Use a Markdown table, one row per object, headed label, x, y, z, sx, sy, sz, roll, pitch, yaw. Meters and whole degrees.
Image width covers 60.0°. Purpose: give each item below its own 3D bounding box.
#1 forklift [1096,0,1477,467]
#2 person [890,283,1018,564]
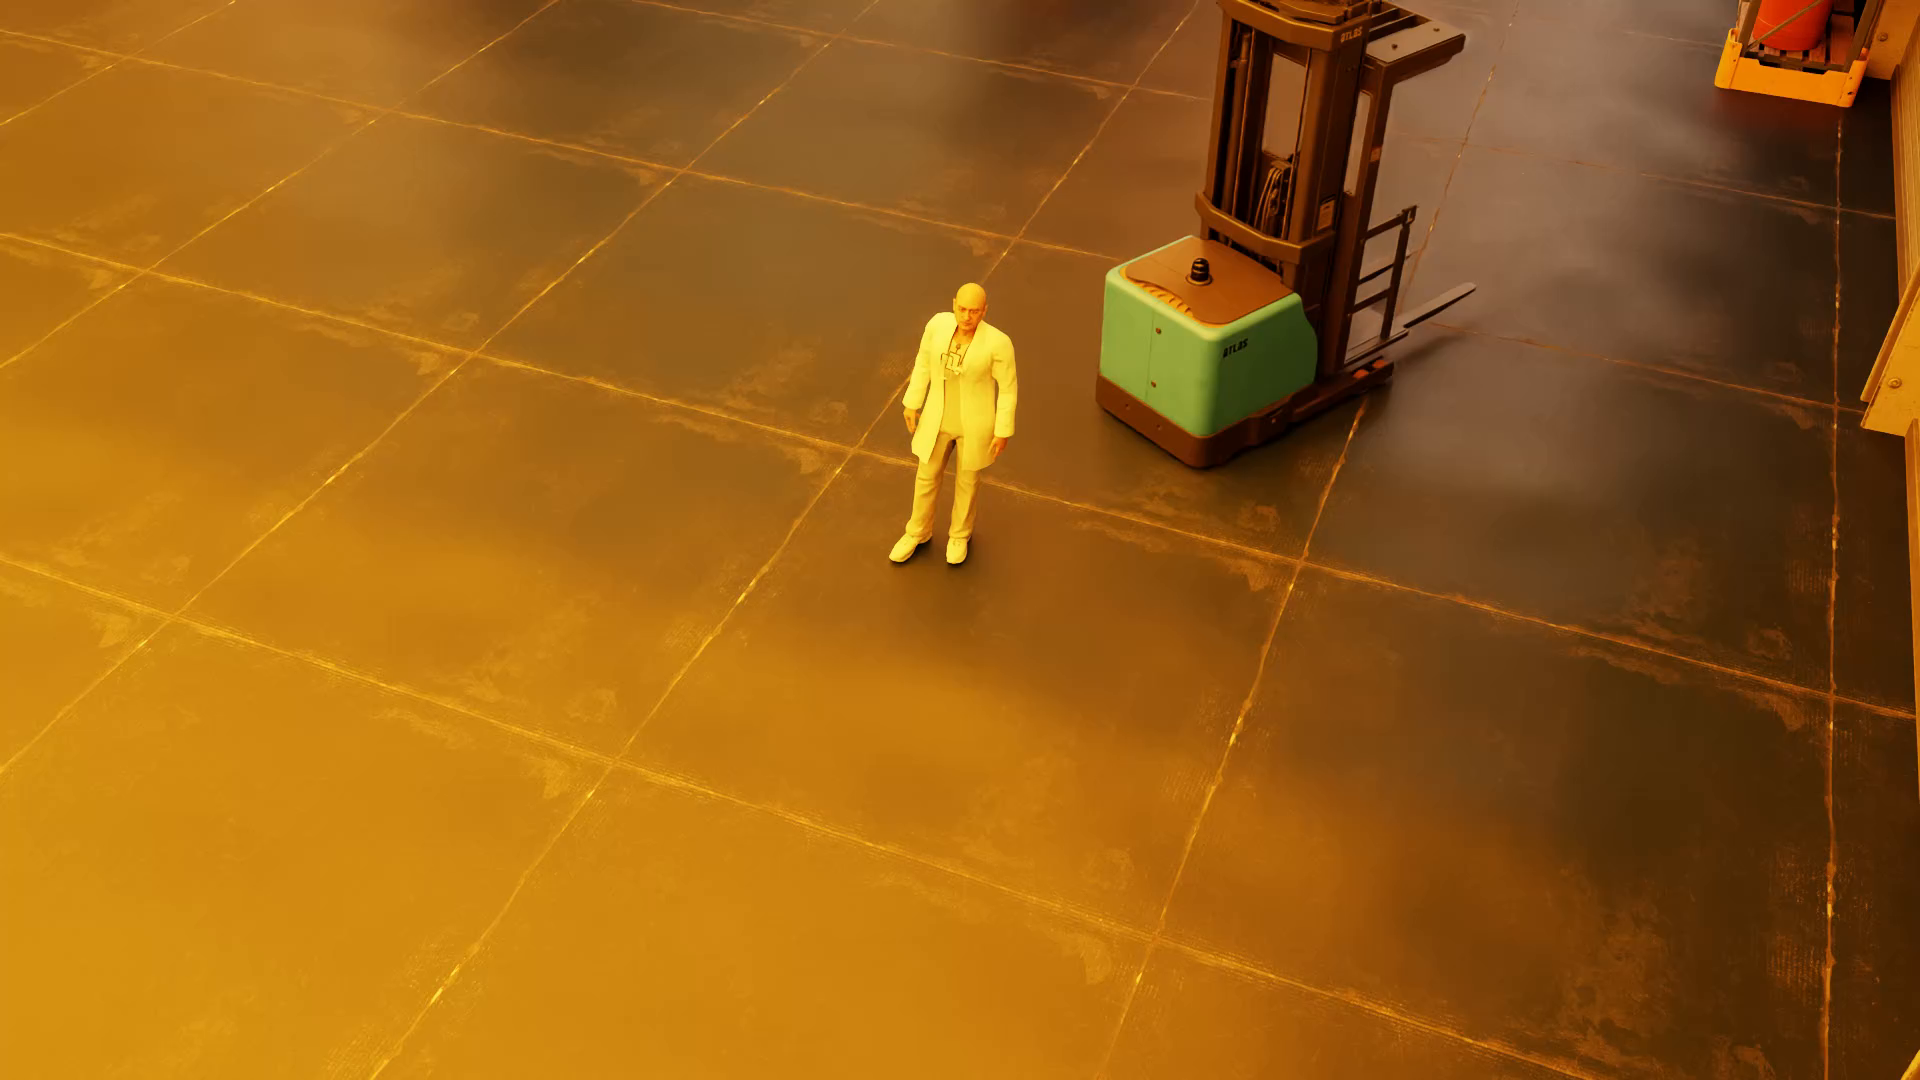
| label | x | y | z | sx | sy | sz | roll | pitch | yaw |
| --- | --- | --- | --- | --- | --- | --- | --- | --- | --- |
| forklift | 2.392 | -2.376 | 10.844 | 3.031 | 2.935 | 1.130 | -27 | 47 | -28 |
| person | -0.038 | -0.634 | 9.651 | 0.696 | 1.778 | 0.578 | 15 | 42 | 17 |
